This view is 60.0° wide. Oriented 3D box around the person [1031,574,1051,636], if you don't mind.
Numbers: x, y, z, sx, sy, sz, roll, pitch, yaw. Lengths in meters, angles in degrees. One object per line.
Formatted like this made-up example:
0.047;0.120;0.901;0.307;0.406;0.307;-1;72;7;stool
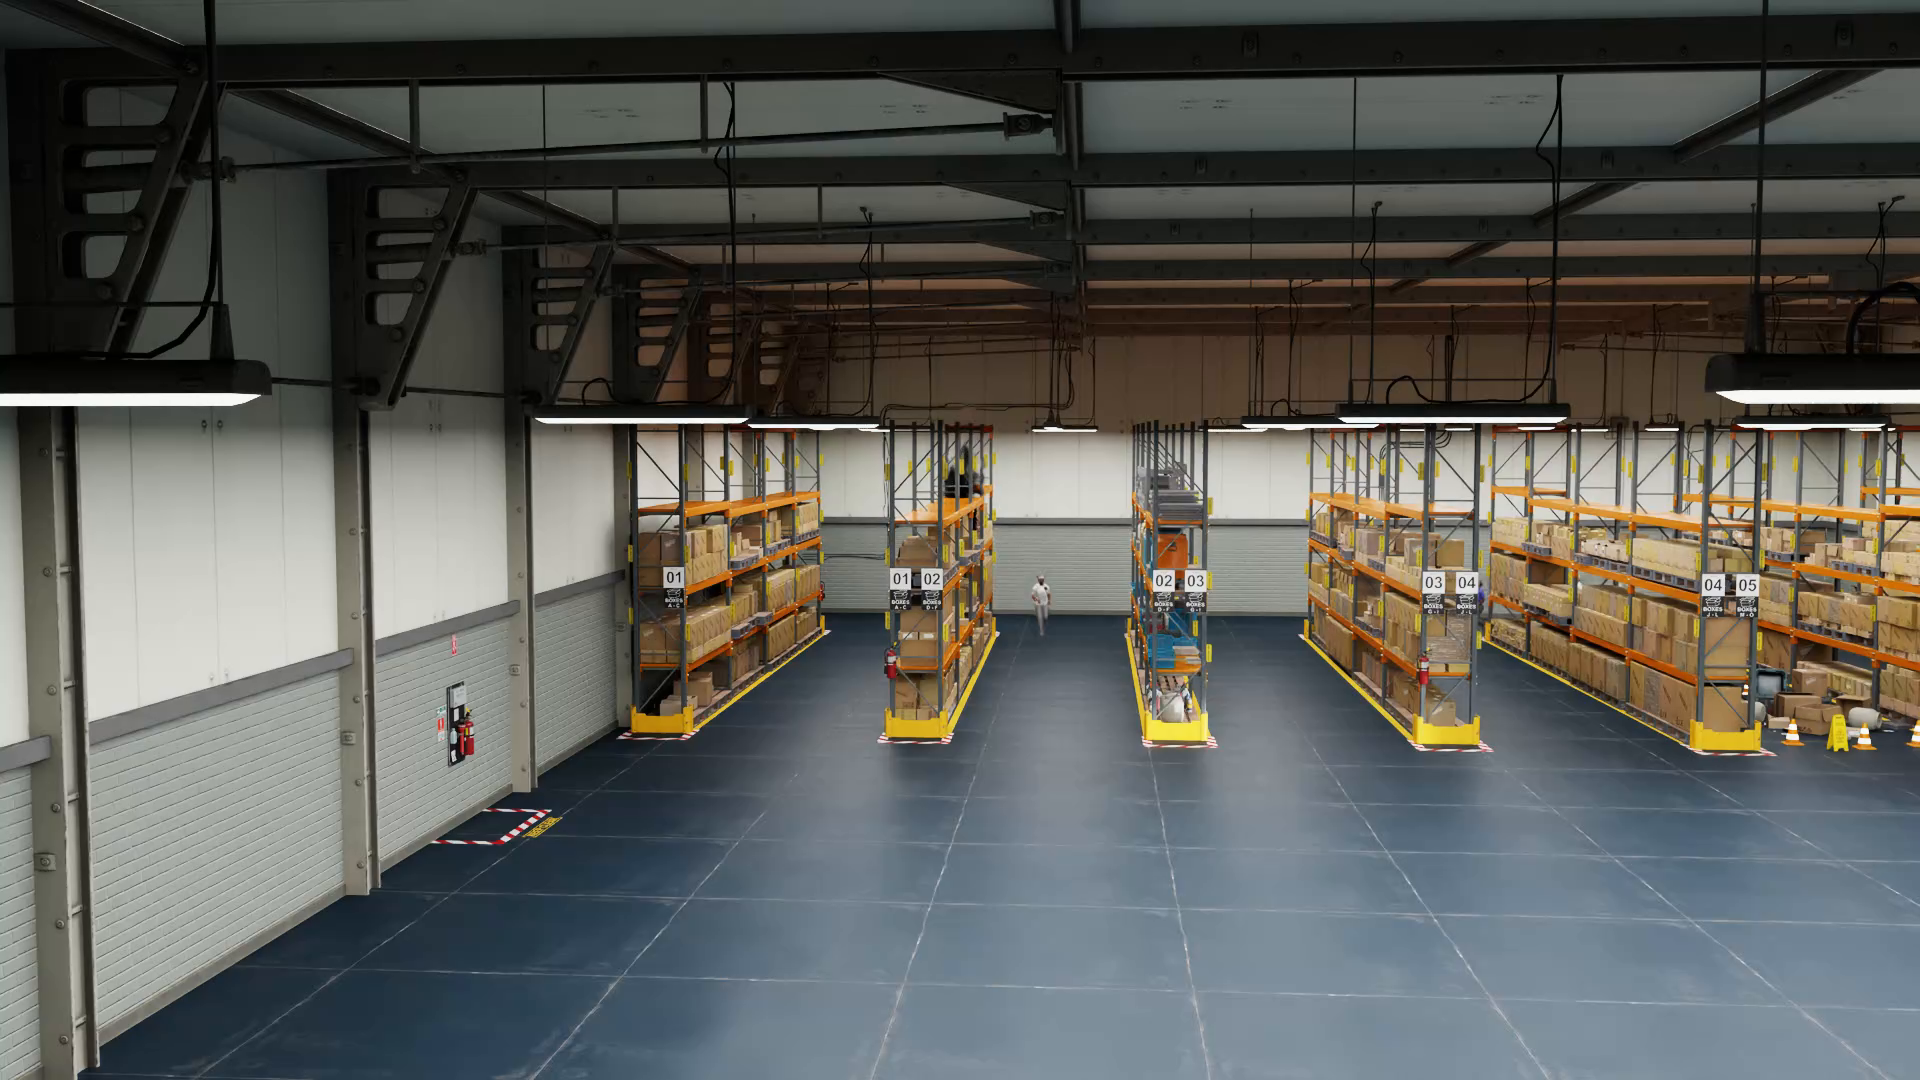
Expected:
2.221;1.762;45.017;0.573;1.673;0.491;0;4;-6;person

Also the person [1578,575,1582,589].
17.661;1.860;47.486;0.650;1.739;0.743;1;4;12;person

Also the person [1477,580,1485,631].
14.872;1.928;47.592;0.533;1.593;0.620;1;4;8;person

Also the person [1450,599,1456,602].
13.433;1.994;44.977;0.692;1.842;0.805;0;4;-1;person
